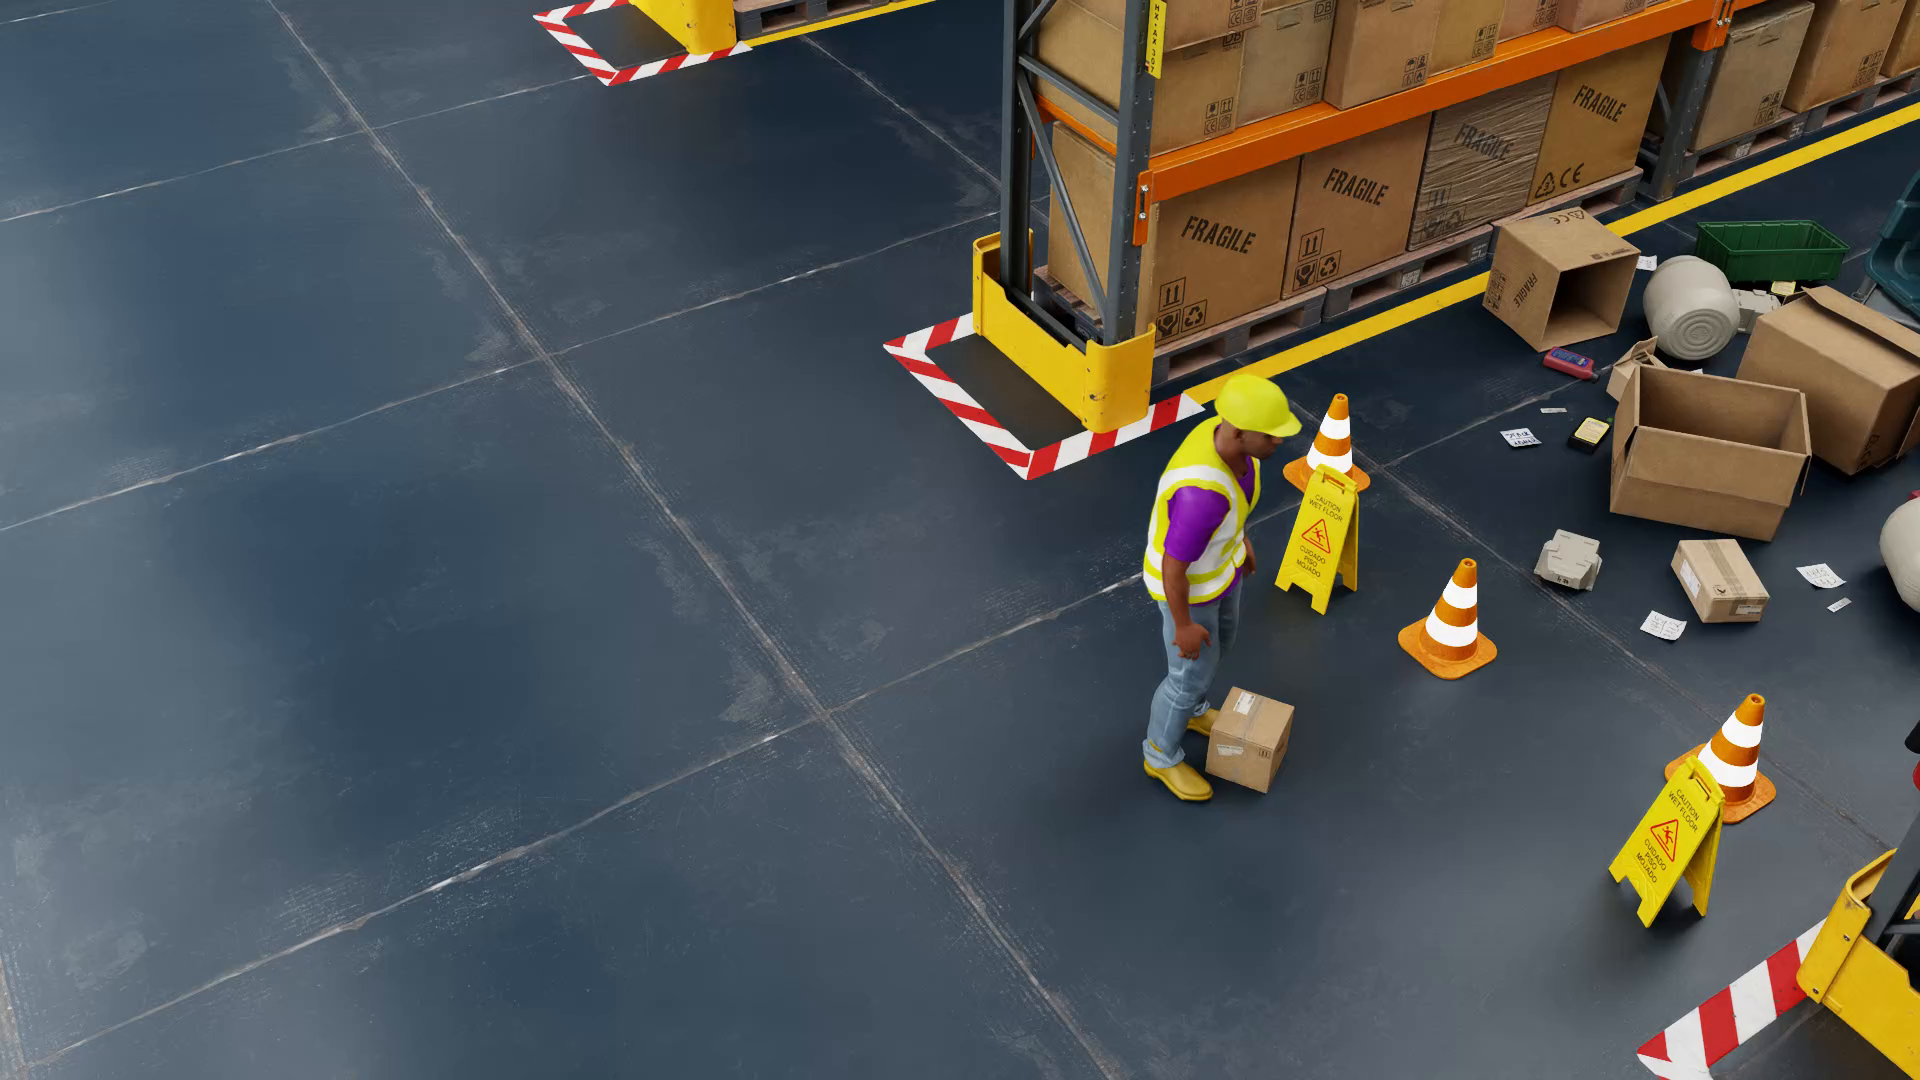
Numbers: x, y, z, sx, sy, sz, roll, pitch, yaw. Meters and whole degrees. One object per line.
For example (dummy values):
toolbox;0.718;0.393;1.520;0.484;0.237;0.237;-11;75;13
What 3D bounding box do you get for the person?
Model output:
person;0.899;0.141;5.978;0.456;1.761;0.627;19;44;21
